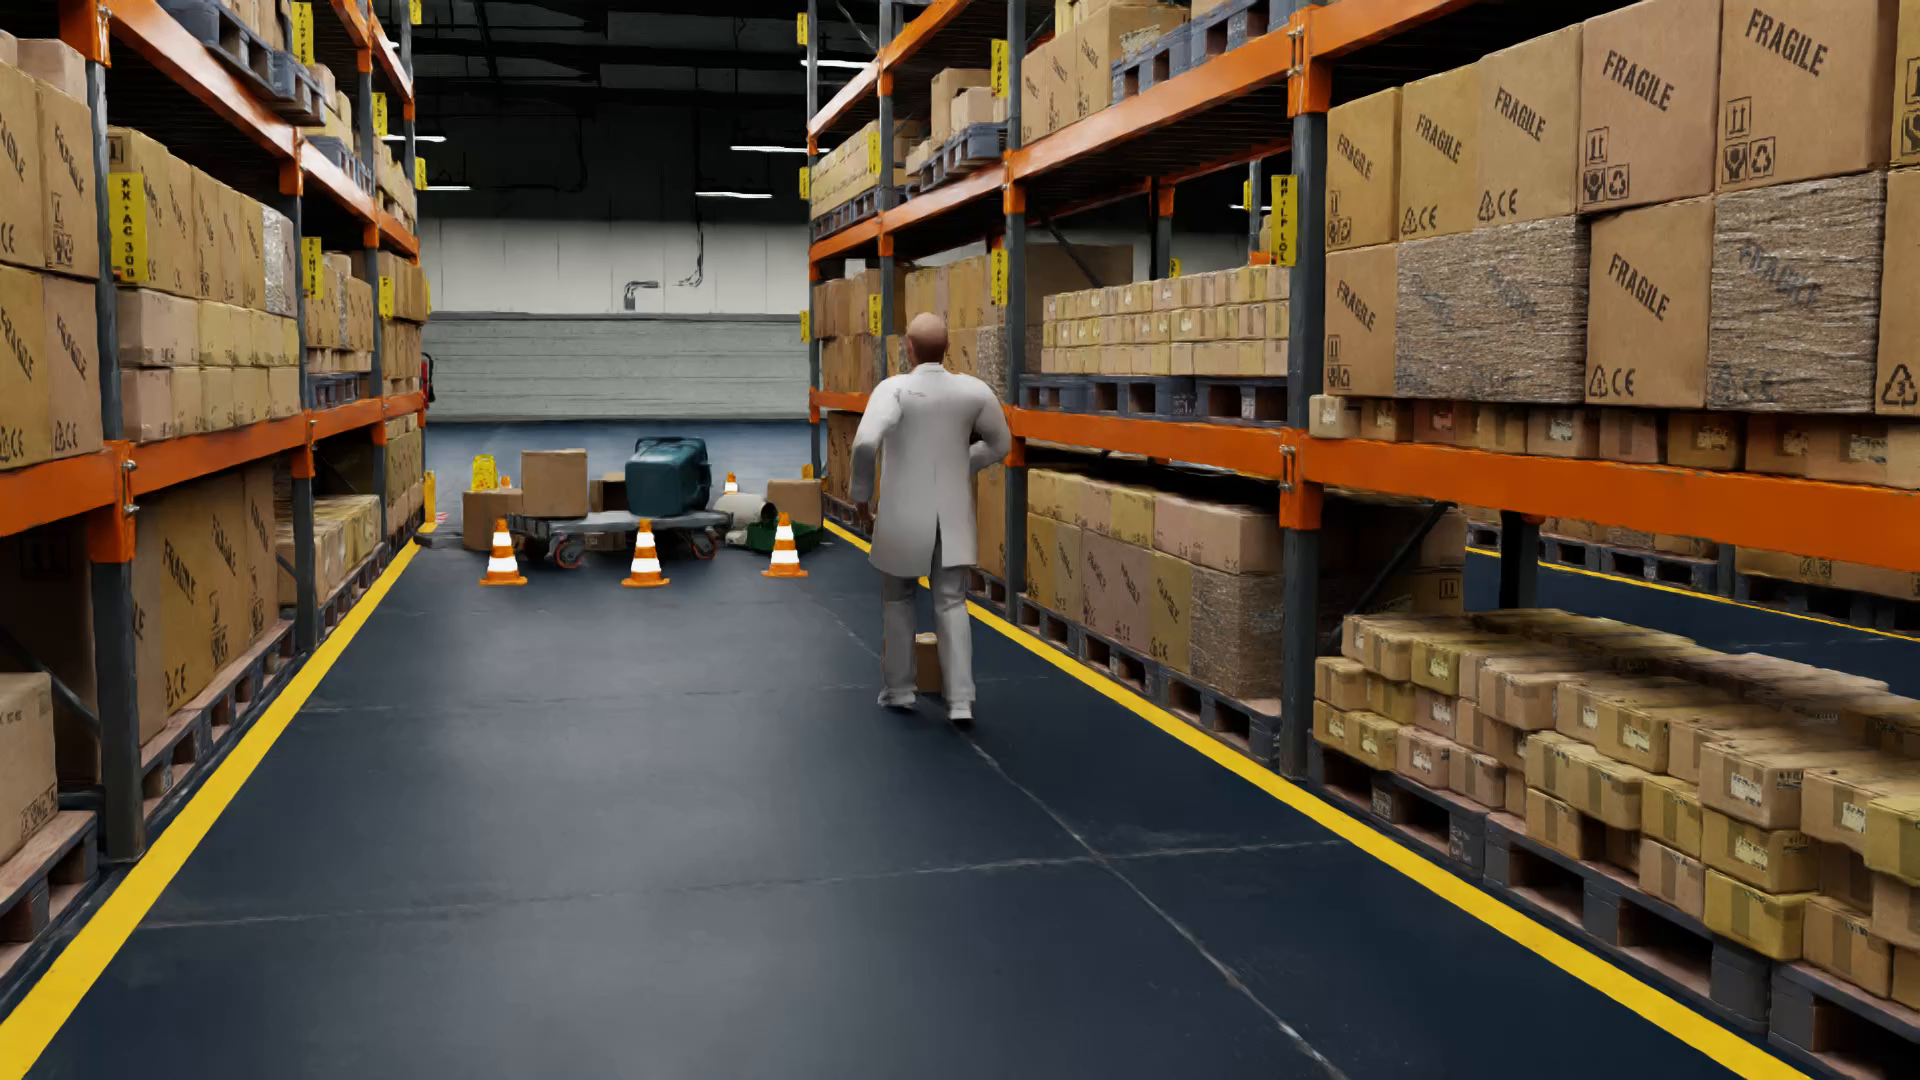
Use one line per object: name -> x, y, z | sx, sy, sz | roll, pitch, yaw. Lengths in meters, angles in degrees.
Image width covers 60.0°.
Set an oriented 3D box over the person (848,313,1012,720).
person -> -0.181, -0.094, 7.339 | 0.760, 1.790, 0.788 | -2, 6, -18
